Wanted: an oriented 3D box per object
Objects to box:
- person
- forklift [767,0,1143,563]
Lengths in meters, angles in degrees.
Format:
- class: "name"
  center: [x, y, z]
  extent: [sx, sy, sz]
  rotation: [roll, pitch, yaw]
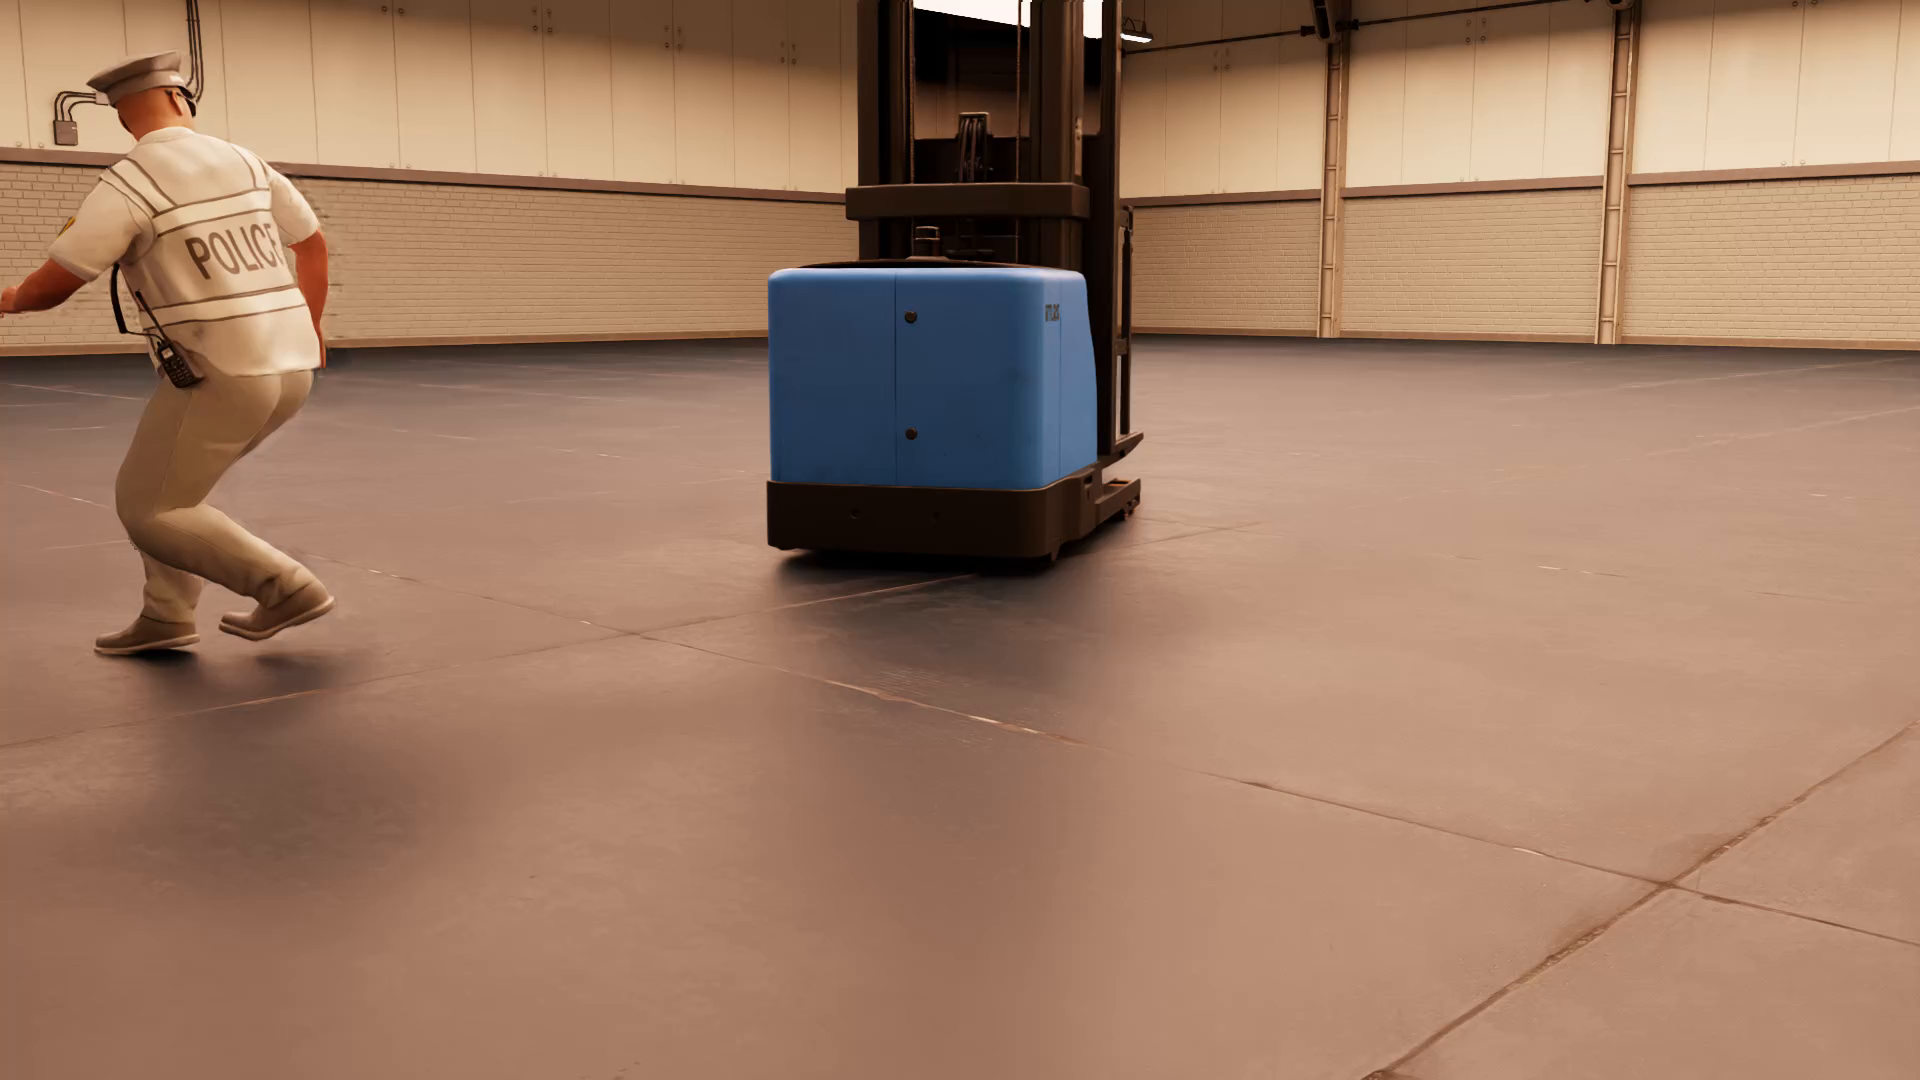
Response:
- class: "person"
  center: [-2.140, -0.500, 4.620]
  extent: [0.867, 1.637, 0.887]
  rotation: [2, 9, 12]
- class: "forklift"
  center: [0.189, -1.547, 7.151]
  extent: [1.130, 2.935, 3.031]
  rotation: [2, 9, 16]
